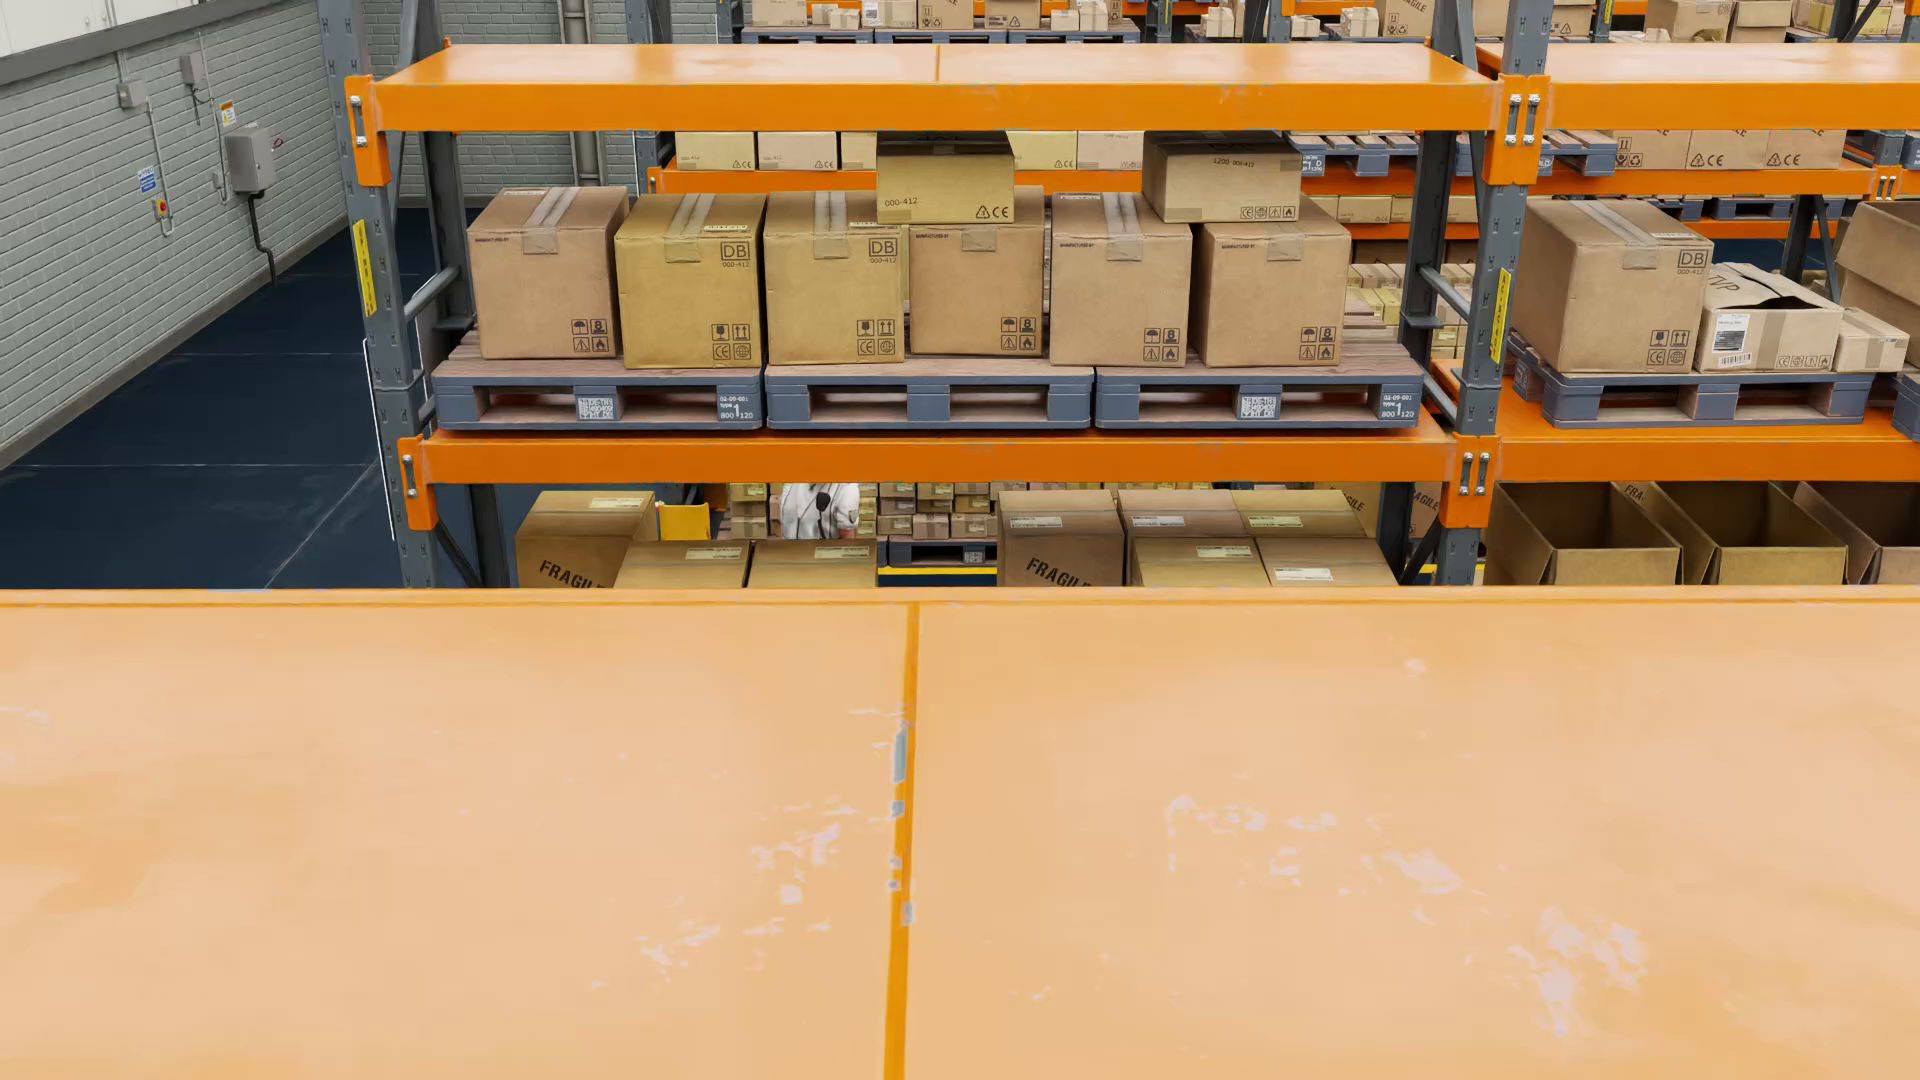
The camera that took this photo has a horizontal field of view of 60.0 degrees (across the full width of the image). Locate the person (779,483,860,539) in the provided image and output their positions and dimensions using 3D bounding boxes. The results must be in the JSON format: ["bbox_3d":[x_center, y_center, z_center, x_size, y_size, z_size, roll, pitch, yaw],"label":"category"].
[{"bbox_3d":[-0.941,0.177,9.696,0.743,1.760,0.530,14,27,28],"label":"person"}]
